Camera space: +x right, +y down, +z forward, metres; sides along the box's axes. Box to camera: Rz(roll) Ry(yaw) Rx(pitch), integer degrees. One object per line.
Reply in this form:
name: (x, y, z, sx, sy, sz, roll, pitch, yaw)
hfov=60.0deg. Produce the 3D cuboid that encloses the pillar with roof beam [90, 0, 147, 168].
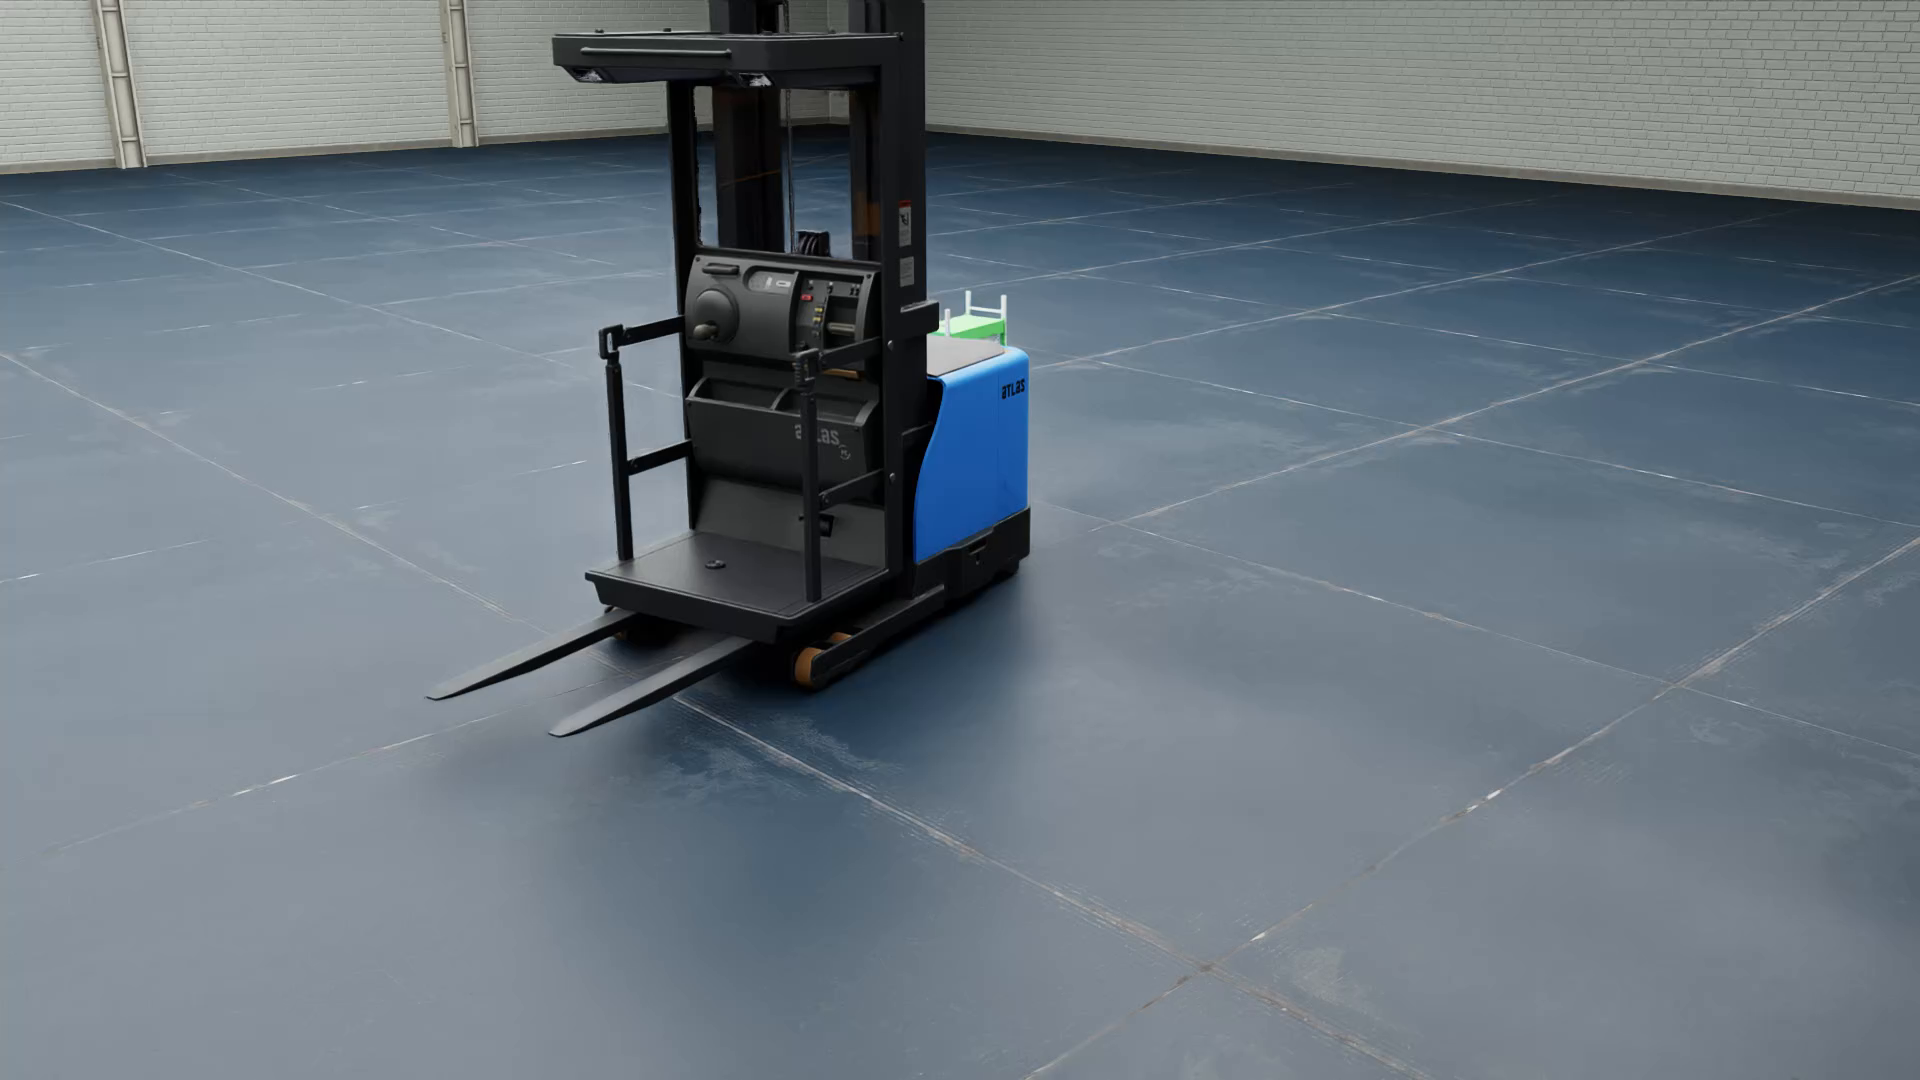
pillar with roof beam: (-10.752, -9.489, 23.162, 0.400, 9.000, 9.100, -16, 24, -41)

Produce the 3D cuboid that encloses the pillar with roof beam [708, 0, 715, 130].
pillar with roof beam: (-2.033, -12.032, 31.005, 0.400, 9.000, 9.100, -16, 24, -41)

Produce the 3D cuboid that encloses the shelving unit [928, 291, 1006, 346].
shelving unit: (-0.008, -0.623, 8.462, 0.258, 1.200, 0.503, 12, 22, 33)

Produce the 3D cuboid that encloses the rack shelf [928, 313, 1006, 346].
rack shelf: (-0.008, -1.019, 8.334, 0.258, 0.148, 0.480, 12, 22, 33)

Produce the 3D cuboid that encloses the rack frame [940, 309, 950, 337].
rack frame: (-0.150, -0.562, 8.273, 0.240, 1.200, 0.015, 12, 22, 33)

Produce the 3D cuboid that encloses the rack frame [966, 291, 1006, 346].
rack frame: (0.133, -0.685, 8.651, 0.240, 1.200, 0.015, 12, 22, 33)

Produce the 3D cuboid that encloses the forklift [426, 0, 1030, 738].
forklift: (-0.861, -0.961, 6.697, 1.130, 2.935, 3.031, 11, 21, 30)

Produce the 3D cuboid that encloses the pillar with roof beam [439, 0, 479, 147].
pillar with roof beam: (-6.393, -10.761, 27.083, 0.400, 9.000, 9.100, -16, 24, -41)
